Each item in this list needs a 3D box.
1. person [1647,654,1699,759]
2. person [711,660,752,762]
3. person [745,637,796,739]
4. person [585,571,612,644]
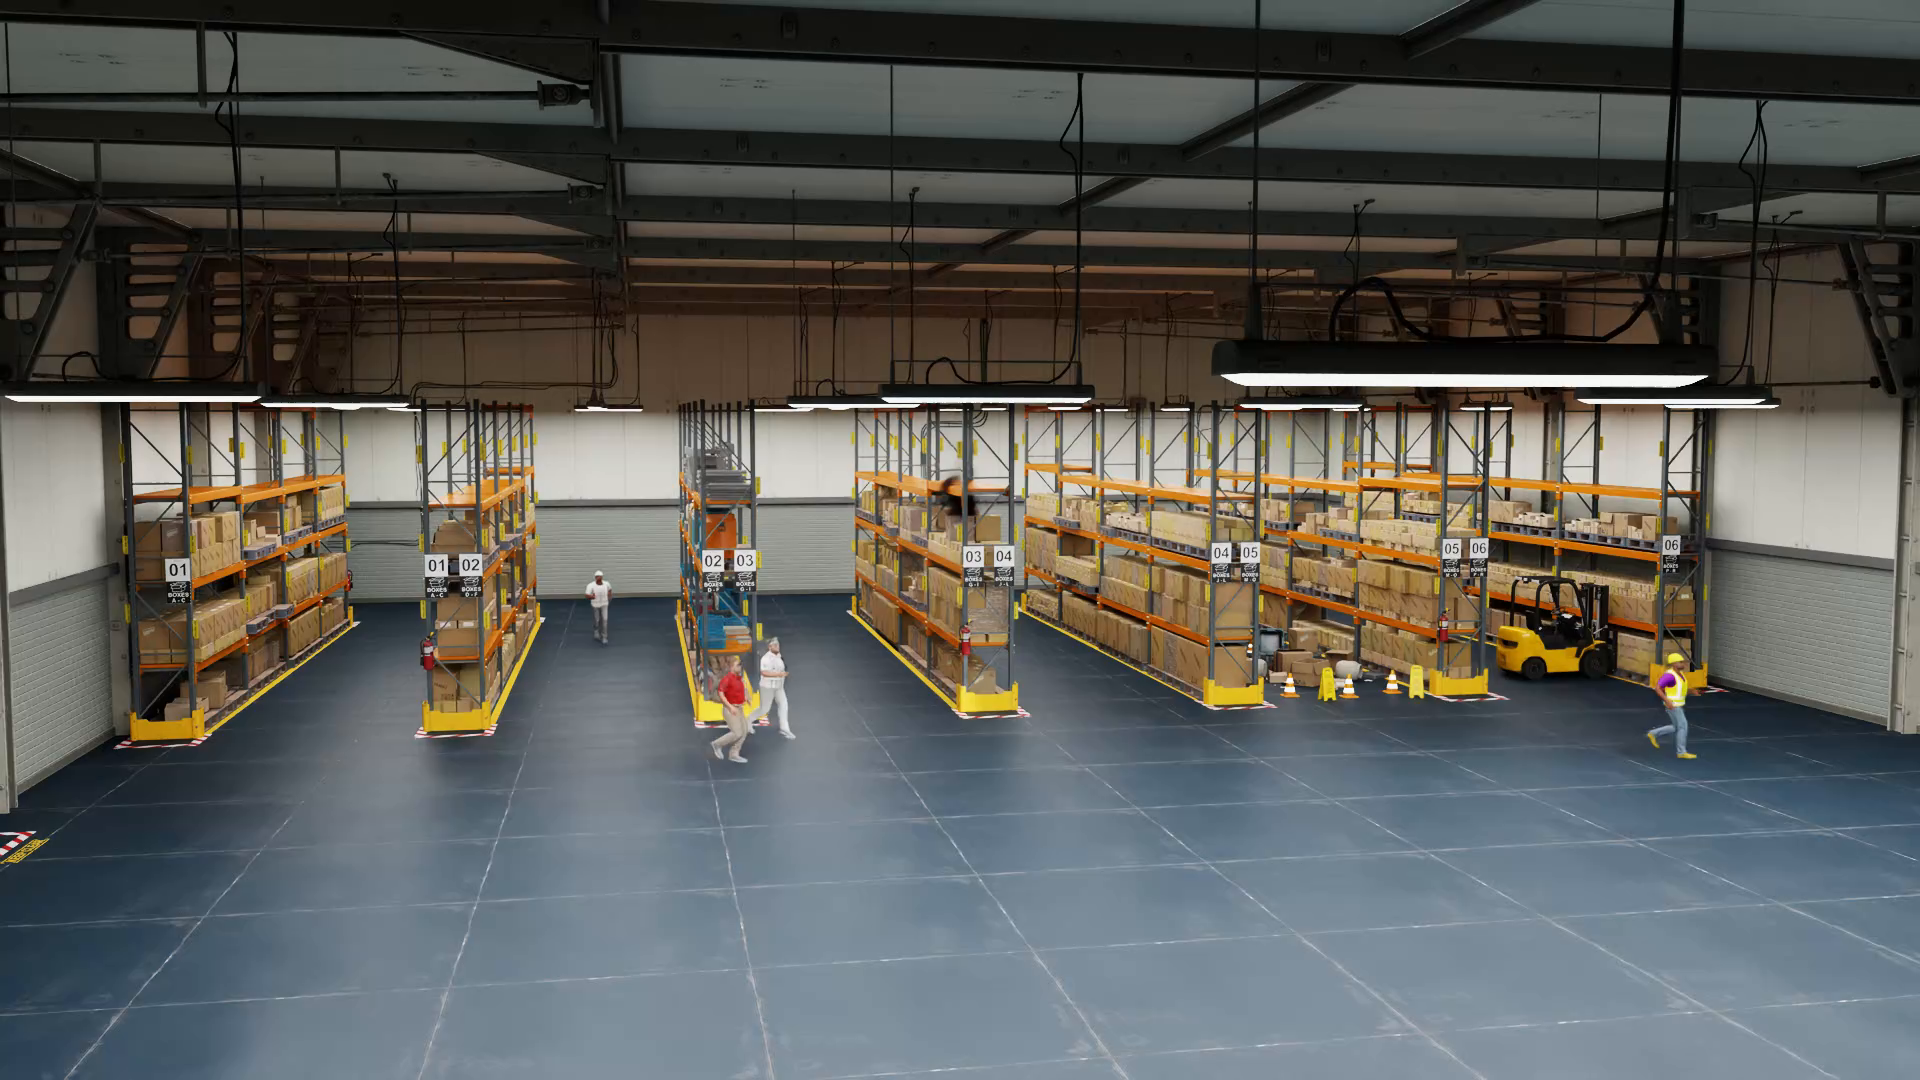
[{"bbox_3d":[11.876,2.754,27.734,0.831,1.742,0.705,4,6,41],"label":"person"},{"bbox_3d":[-3.770,2.816,27.438,0.600,1.700,0.683,1,4,15],"label":"person"},{"bbox_3d":[-3.376,2.610,29.519,0.983,1.812,0.673,2,5,26],"label":"person"},{"bbox_3d":[-9.077,1.669,41.858,0.694,1.788,0.957,-2,5,-21],"label":"person"}]
